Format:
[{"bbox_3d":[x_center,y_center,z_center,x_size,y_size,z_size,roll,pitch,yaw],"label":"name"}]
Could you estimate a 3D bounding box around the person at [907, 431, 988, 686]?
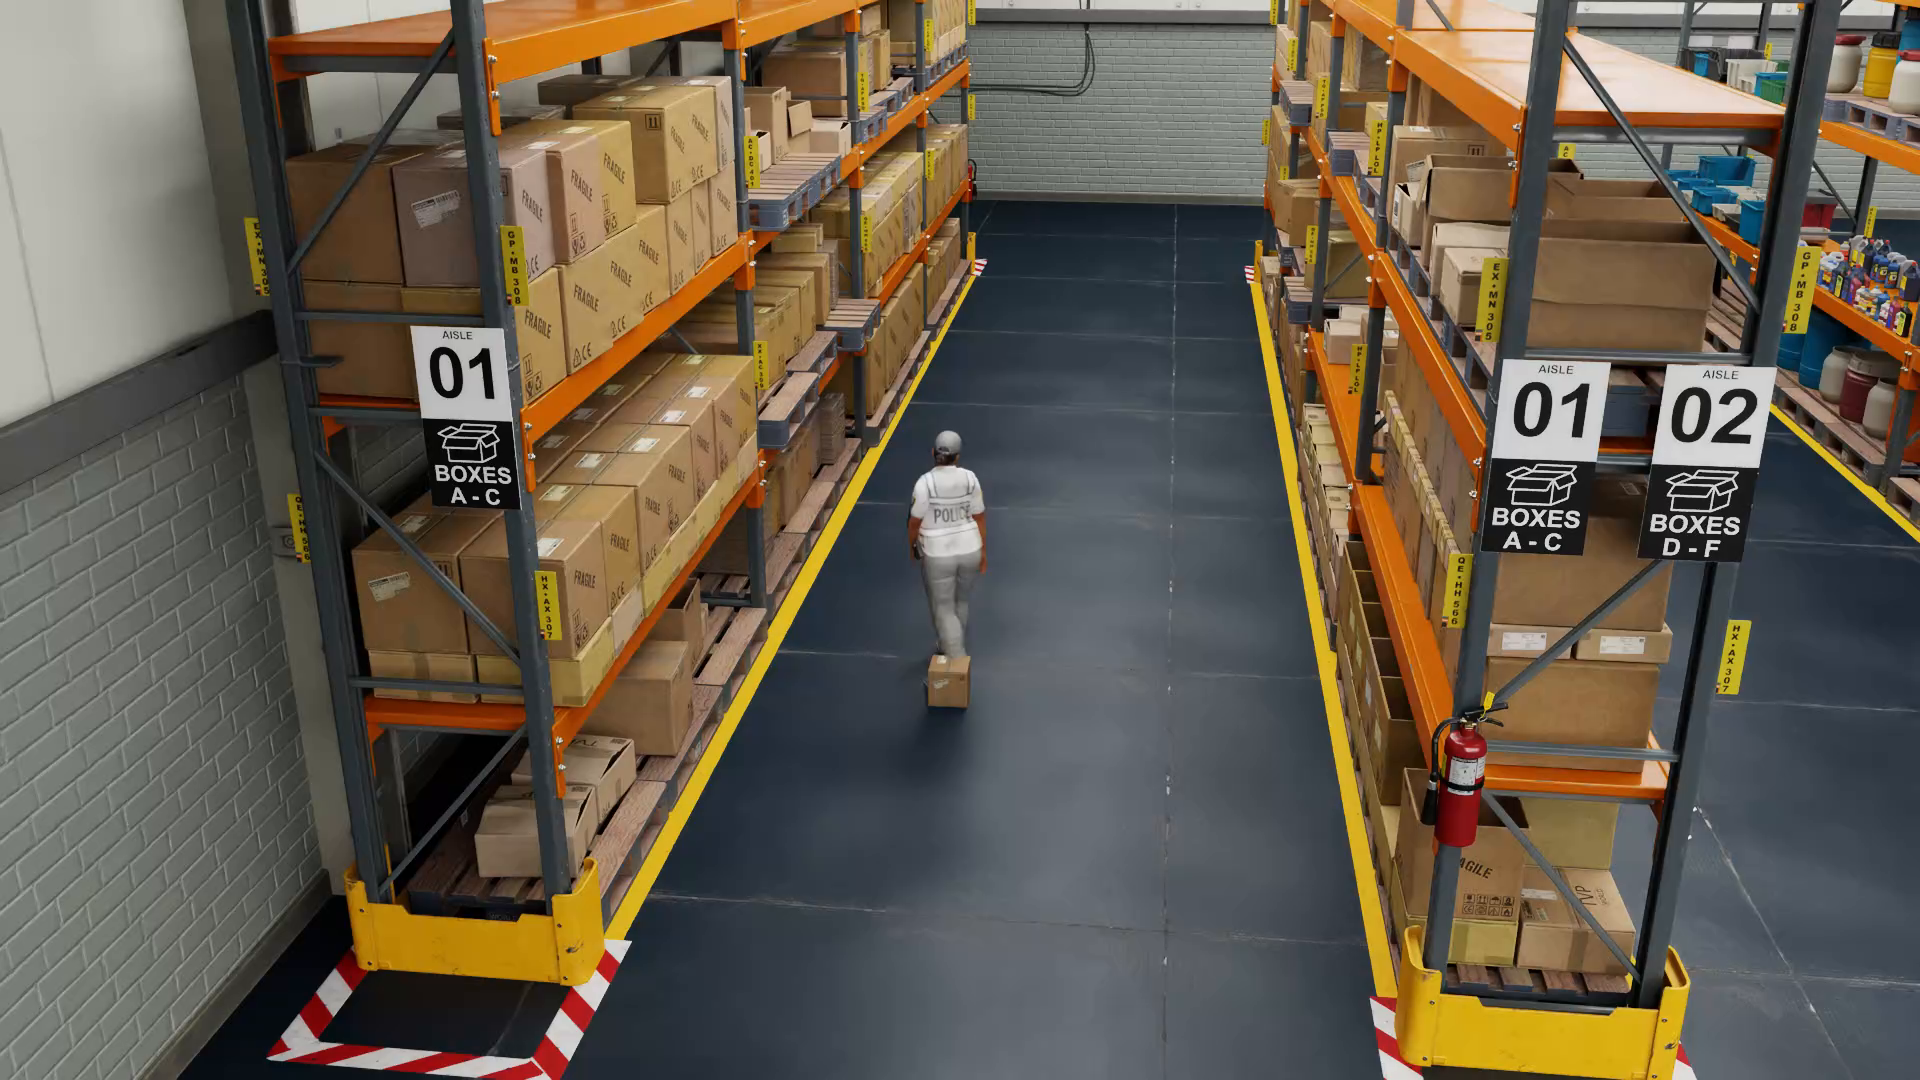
[{"bbox_3d":[-0.081,0.098,10.799,0.531,1.643,0.674,-12,24,-29],"label":"person"}]
